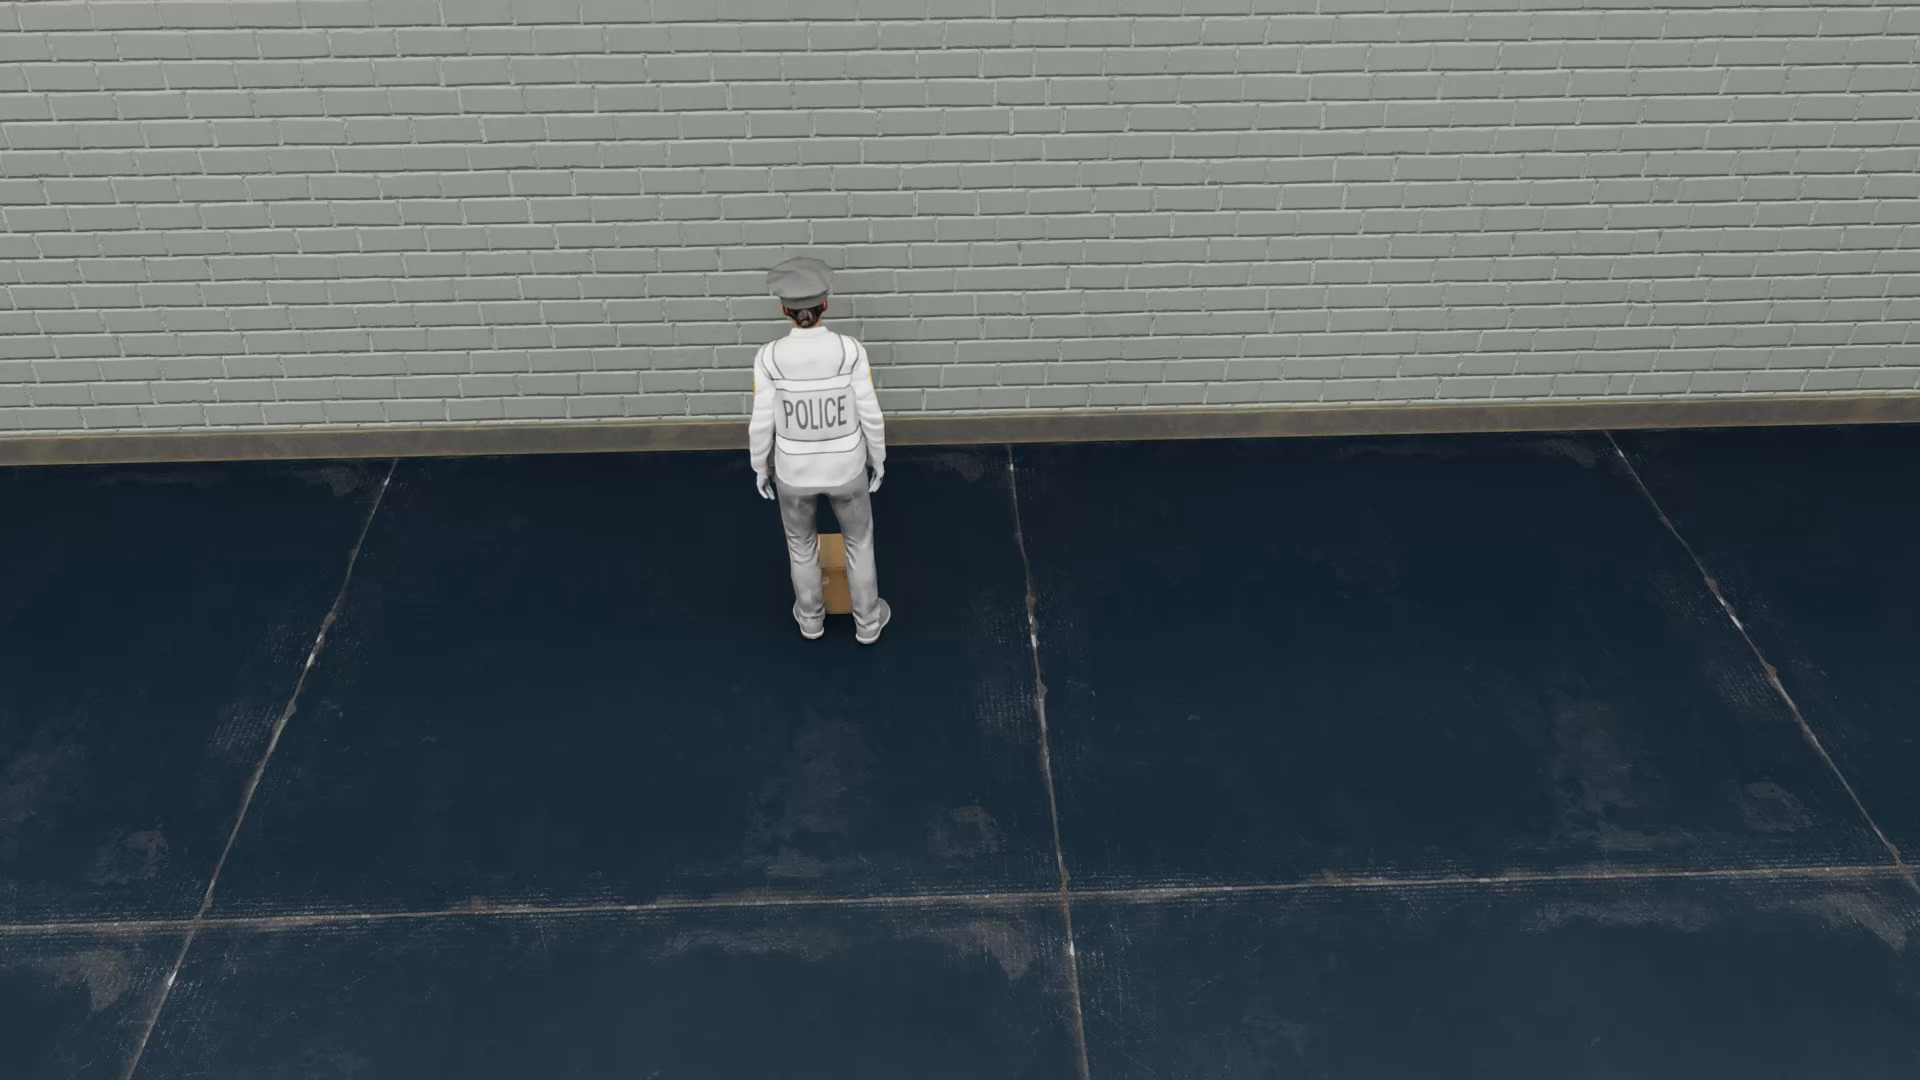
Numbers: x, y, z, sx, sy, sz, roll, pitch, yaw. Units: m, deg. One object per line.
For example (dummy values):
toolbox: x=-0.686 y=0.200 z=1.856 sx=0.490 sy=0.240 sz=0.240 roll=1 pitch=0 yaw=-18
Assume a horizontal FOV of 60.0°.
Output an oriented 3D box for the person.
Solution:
person: x=-0.555 y=-0.299 z=6.564 sx=0.533 sy=1.661 sz=0.414 roll=-3 pitch=36 yaw=-5
